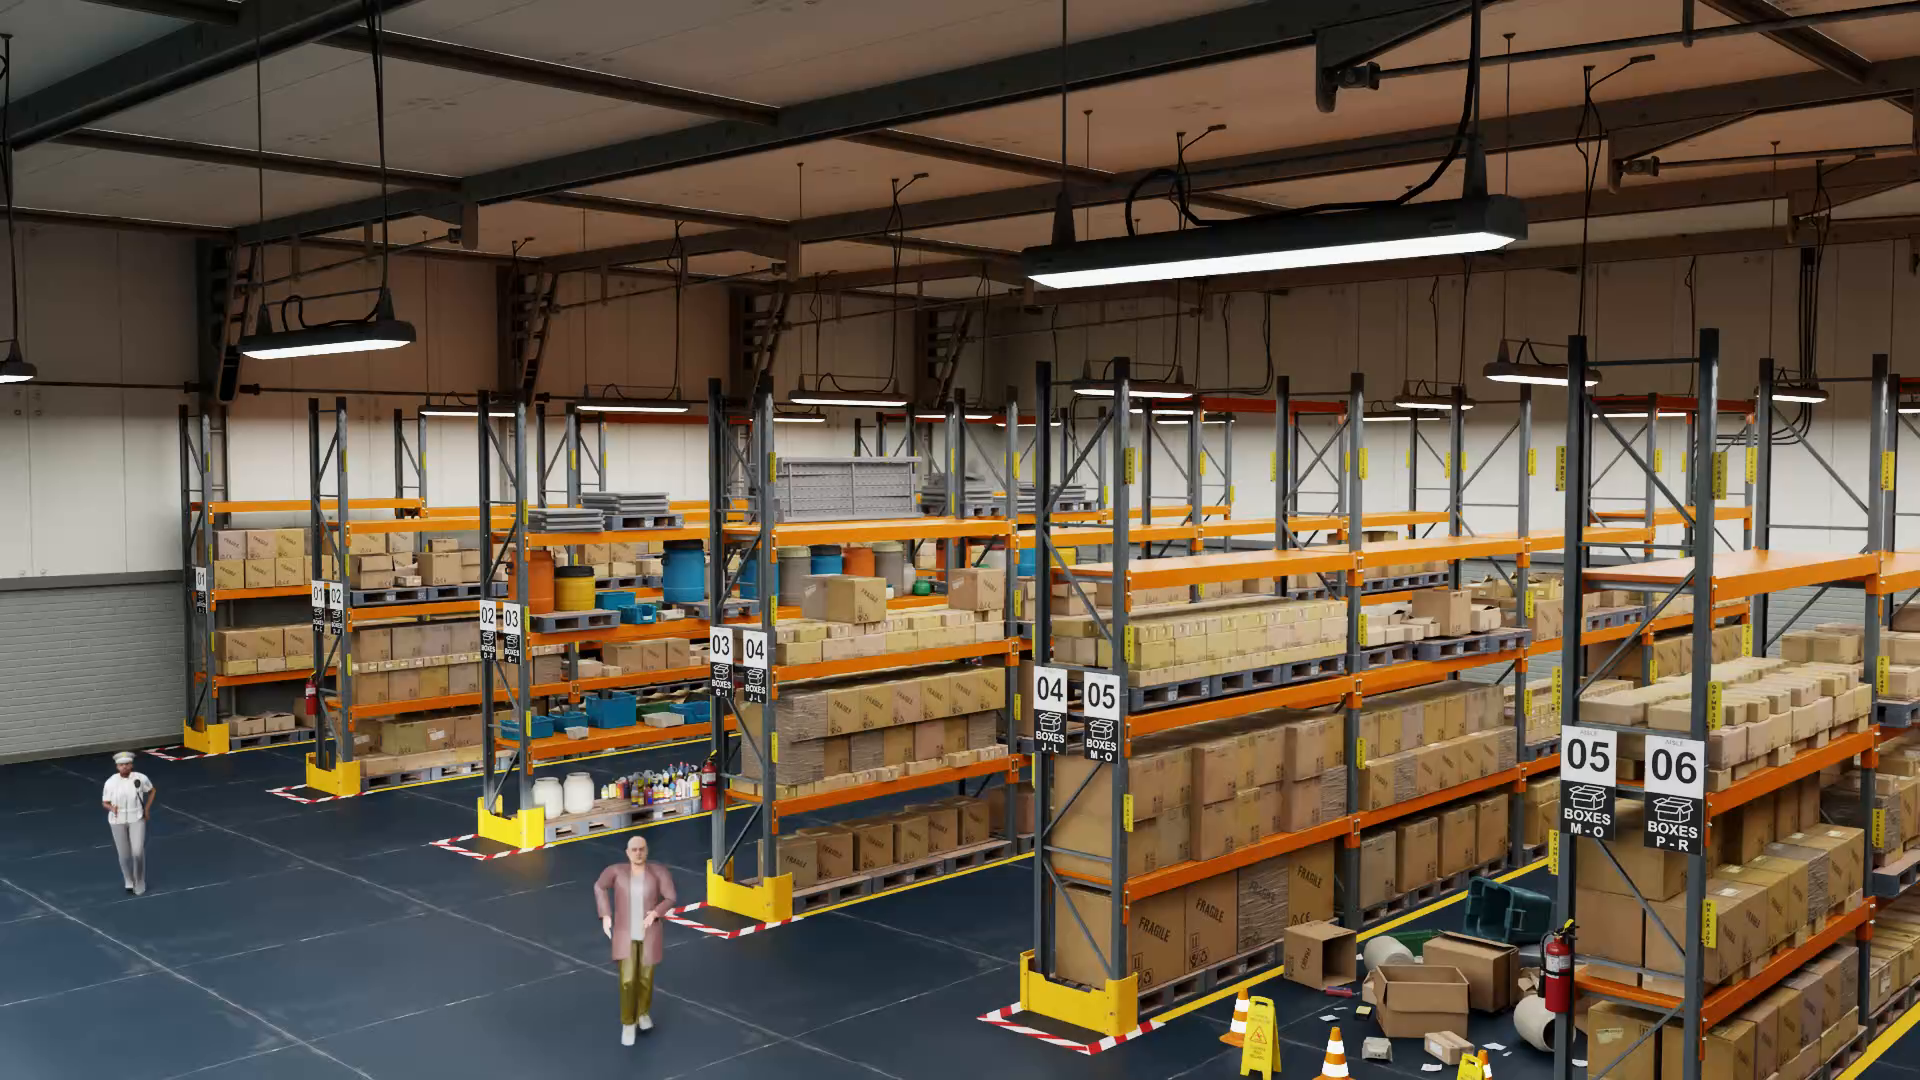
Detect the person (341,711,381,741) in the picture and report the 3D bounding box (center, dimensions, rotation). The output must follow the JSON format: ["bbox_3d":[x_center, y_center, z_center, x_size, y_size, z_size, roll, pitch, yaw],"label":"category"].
[{"bbox_3d":[-9.825,2.858,27.468,0.661,1.745,0.732,2,3,30],"label":"person"}]

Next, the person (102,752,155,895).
[{"bbox_3d":[-9.696,3.306,19.400,0.548,1.703,0.681,-1,3,-22],"label":"person"}]

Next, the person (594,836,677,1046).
[{"bbox_3d":[-2.854,3.520,14.661,0.712,1.837,0.708,-1,3,-14],"label":"person"}]
